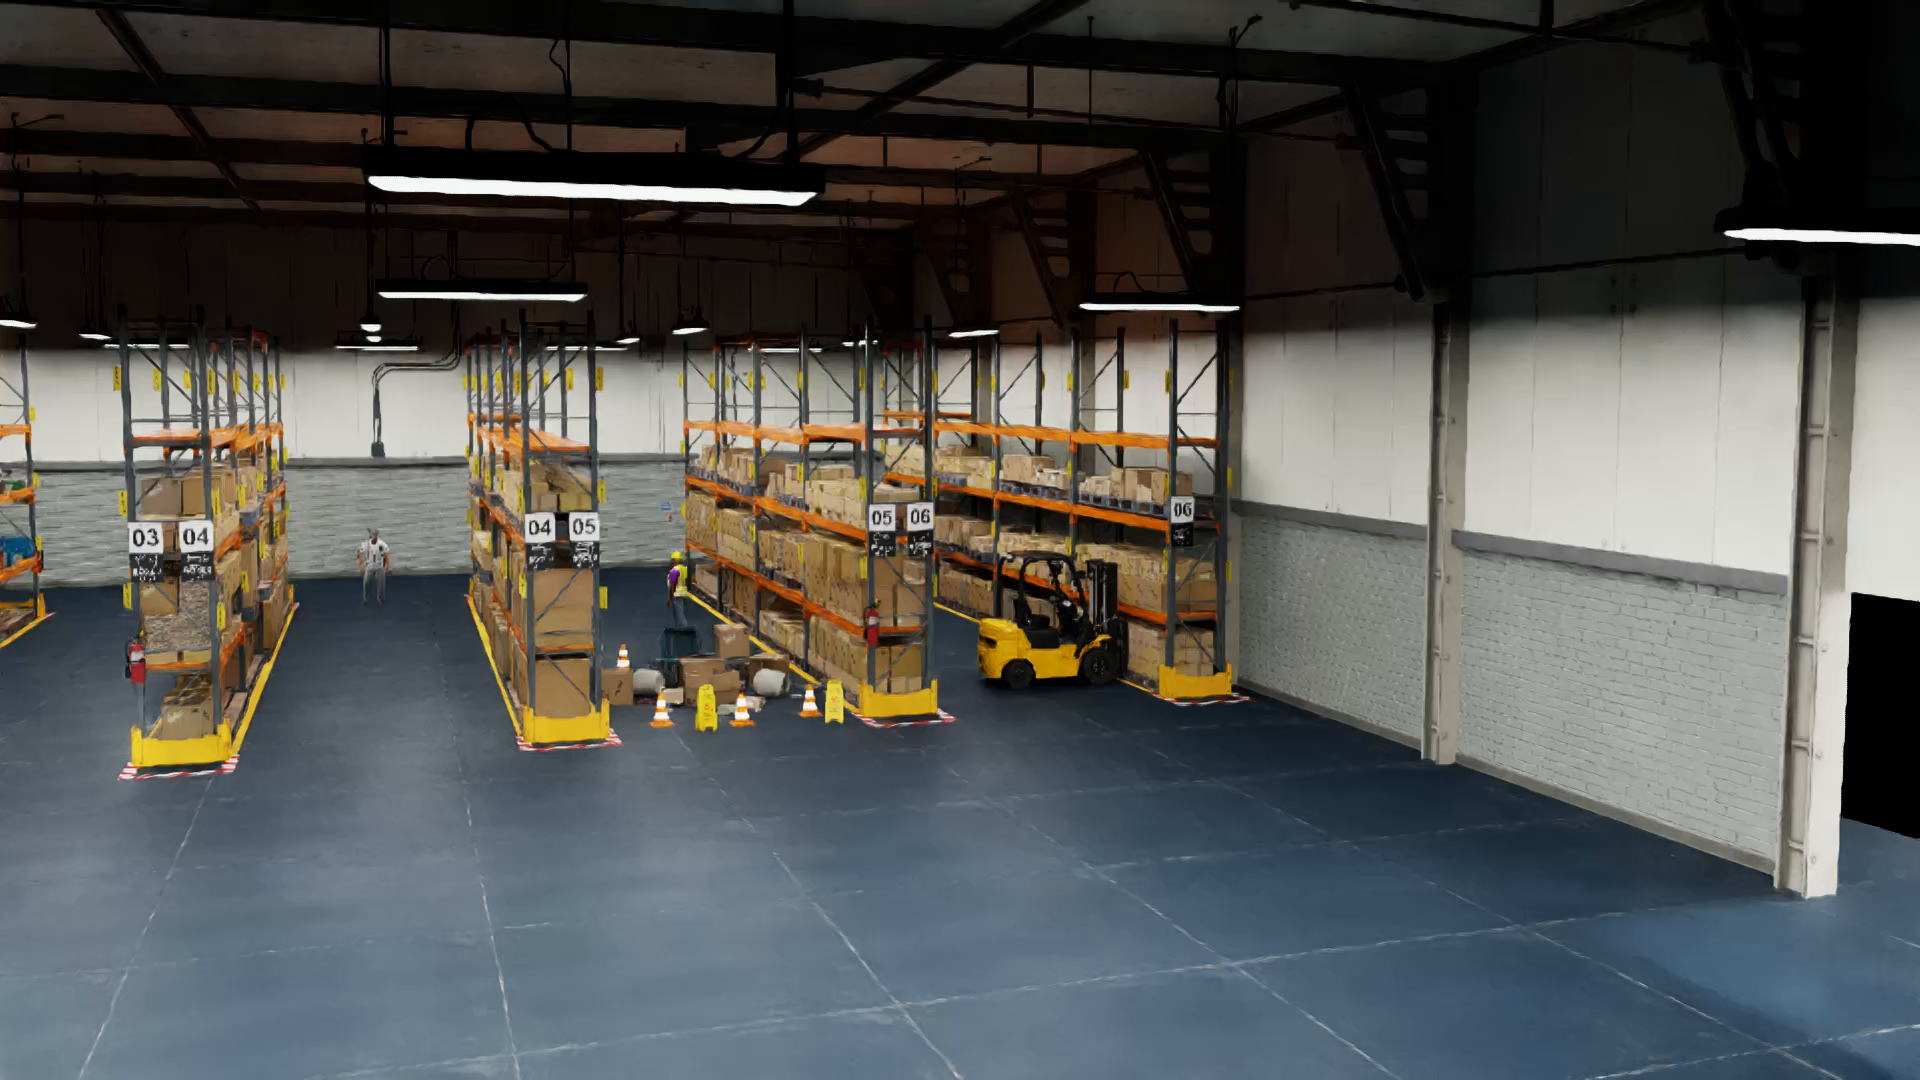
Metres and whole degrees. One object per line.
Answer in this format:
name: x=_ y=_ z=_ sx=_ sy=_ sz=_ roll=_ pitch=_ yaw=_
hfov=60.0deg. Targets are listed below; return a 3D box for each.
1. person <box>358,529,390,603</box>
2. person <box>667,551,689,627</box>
person: x=-13.246 y=0.589 z=37.600 sx=0.682 sy=1.715 sz=0.542 roll=-2 pitch=6 yaw=-21
person: x=-5.437 y=1.091 z=31.847 sx=0.579 sy=1.763 sz=0.676 roll=1 pitch=5 yaw=7
